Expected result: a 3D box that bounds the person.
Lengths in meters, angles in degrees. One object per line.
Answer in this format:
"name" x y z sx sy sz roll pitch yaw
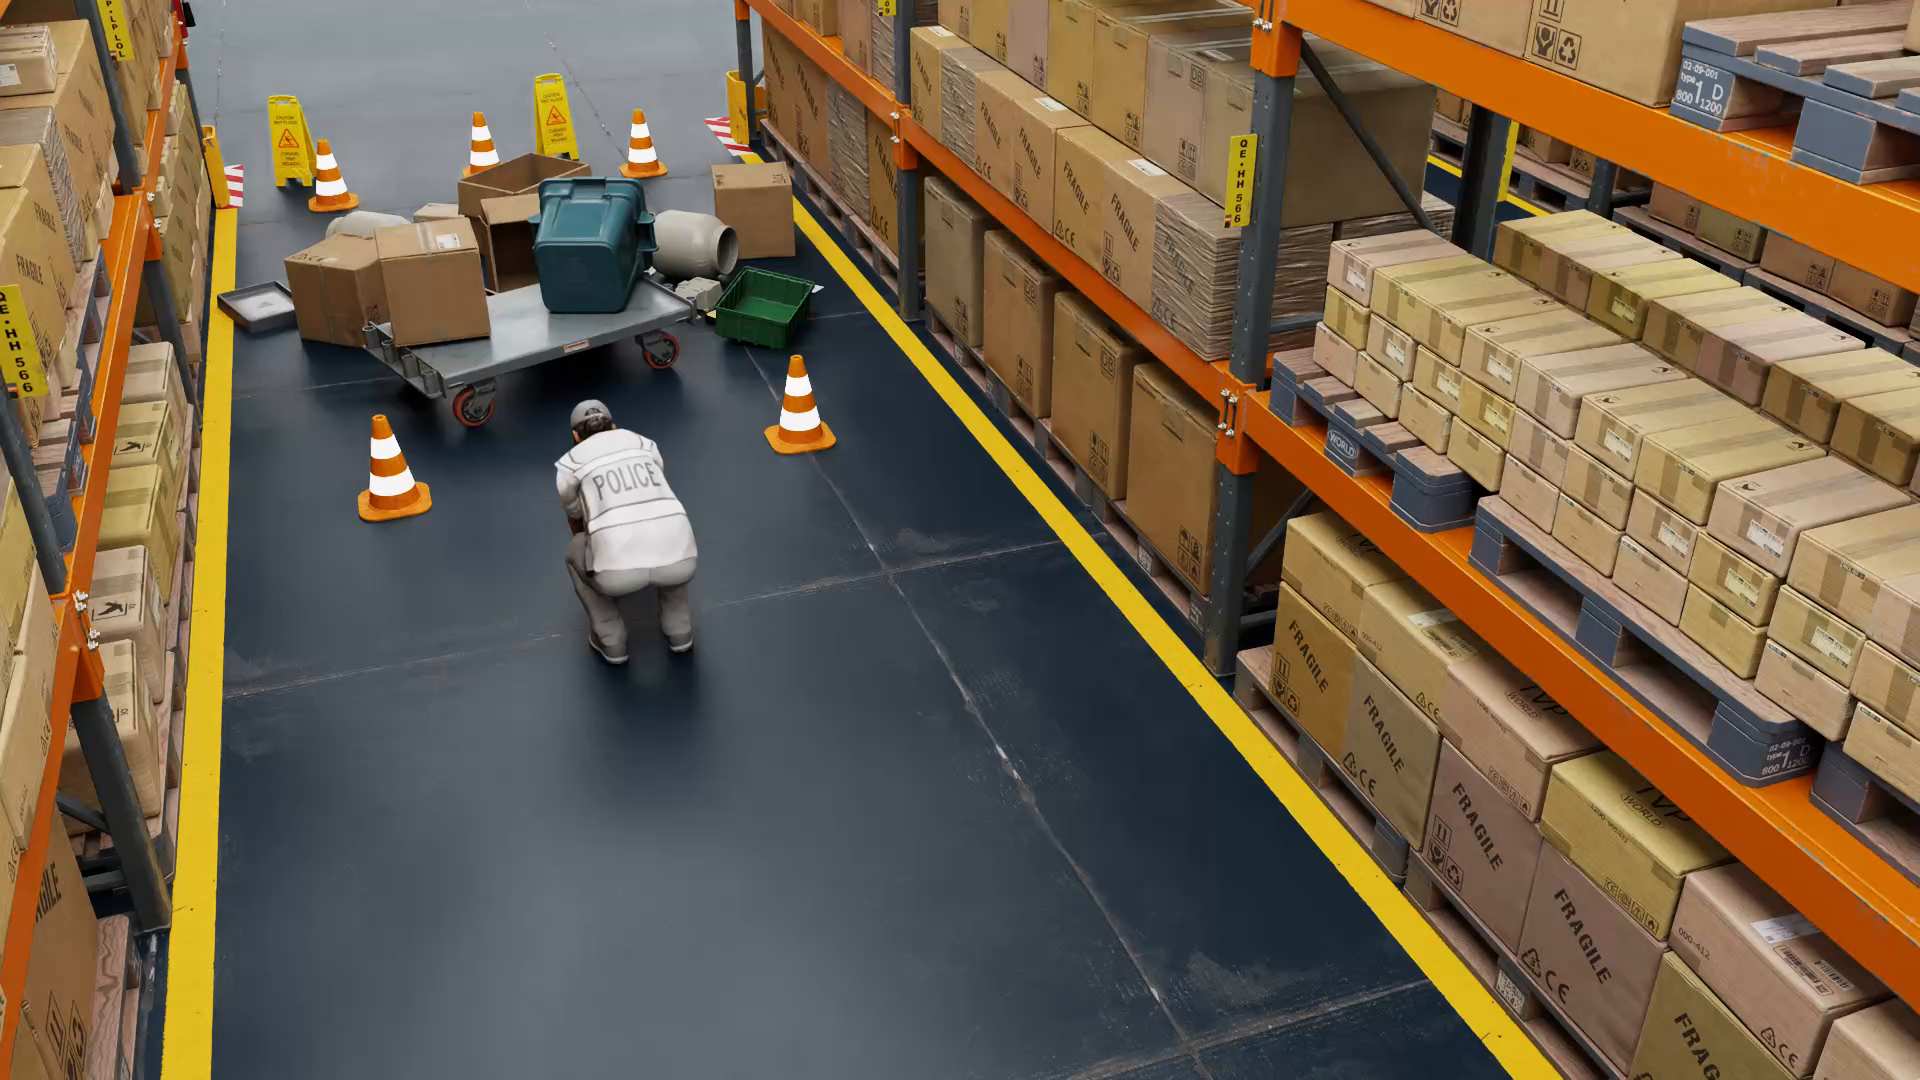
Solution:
"person" -1.385 -0.025 6.900 0.507 0.949 0.876 -11 32 -19
